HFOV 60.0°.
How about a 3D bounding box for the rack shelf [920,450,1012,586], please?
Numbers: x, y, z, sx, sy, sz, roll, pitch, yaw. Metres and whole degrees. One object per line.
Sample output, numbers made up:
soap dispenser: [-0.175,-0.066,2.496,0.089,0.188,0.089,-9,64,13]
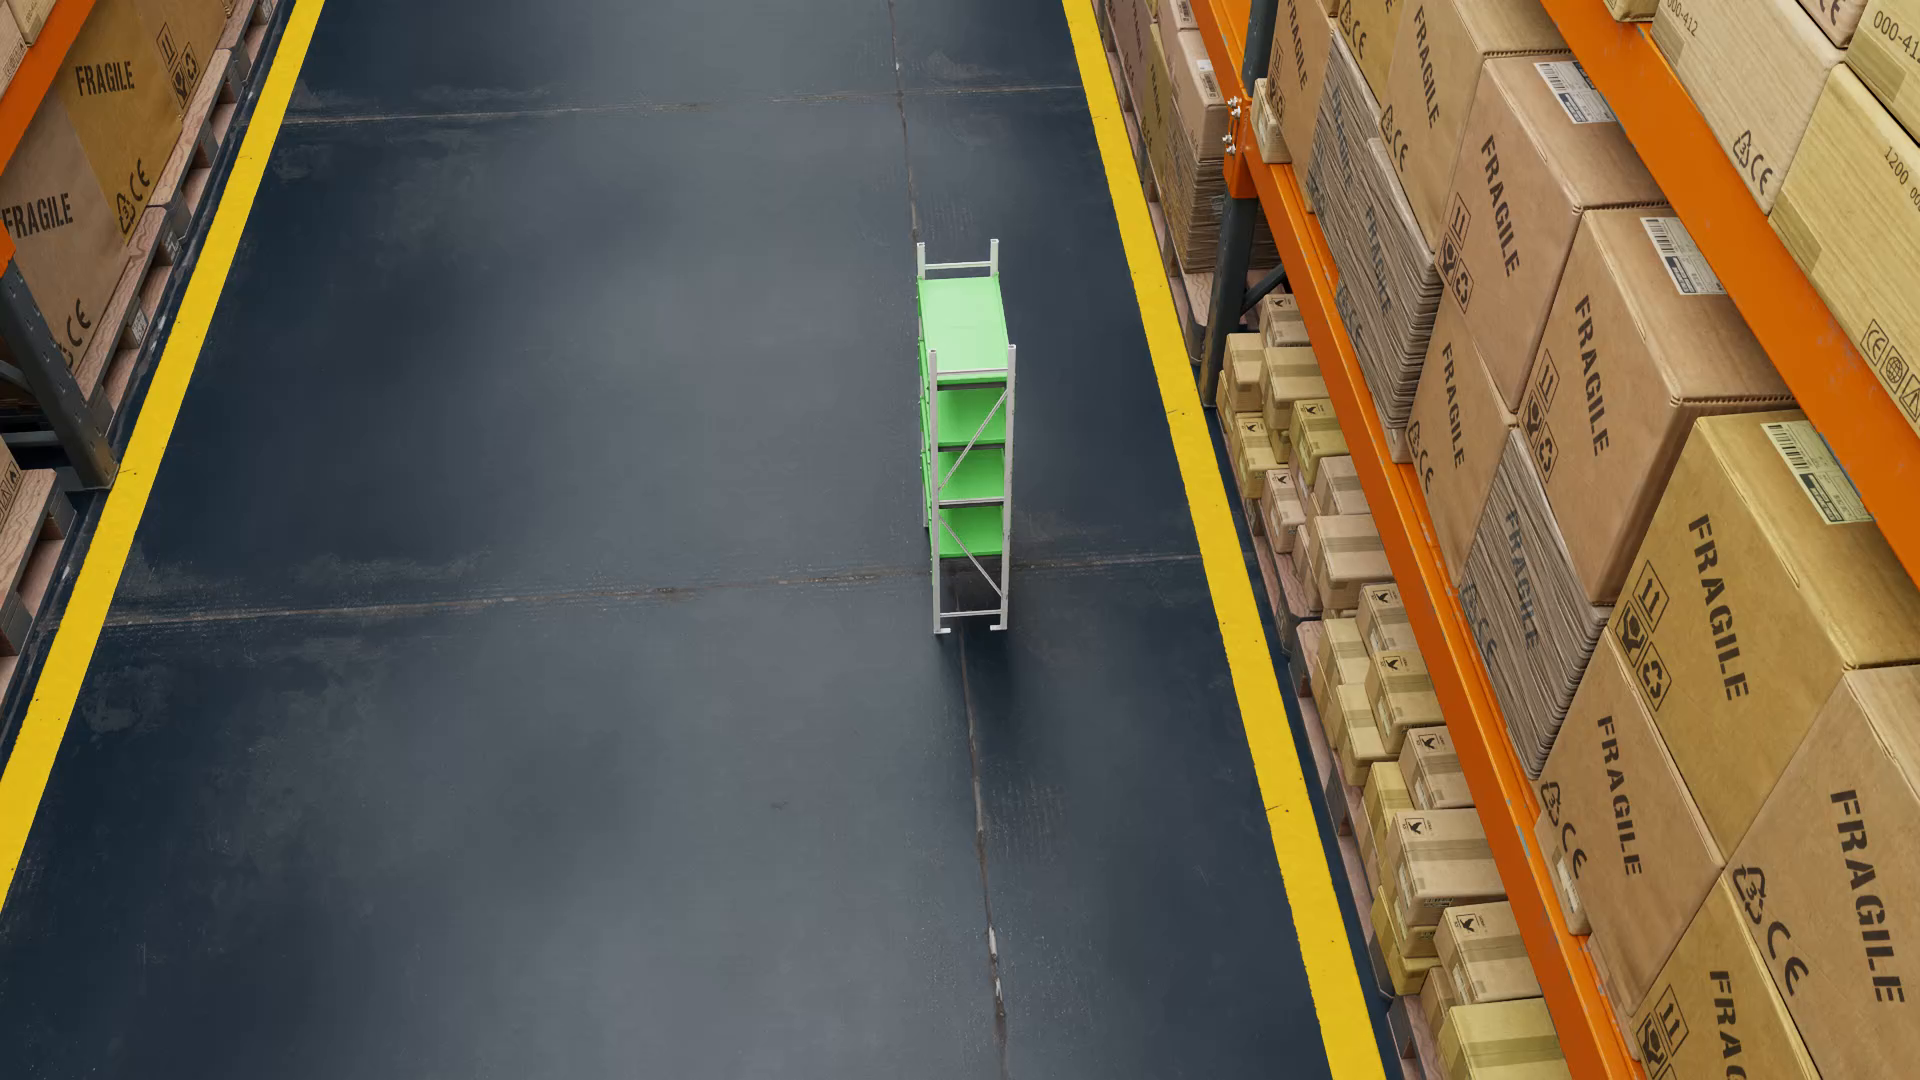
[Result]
rack shelf: [0.014,-0.084,5.422,0.258,0.148,0.480,-3,47,-3]

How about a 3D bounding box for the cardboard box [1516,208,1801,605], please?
cardboard box: [1.357,-0.238,2.947,0.500,0.500,0.500,-1,47,-1]

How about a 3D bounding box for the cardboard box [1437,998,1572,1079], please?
cardboard box: [1.329,1.199,3.813,0.380,0.149,0.250,-4,47,-4]

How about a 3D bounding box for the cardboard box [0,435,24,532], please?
cardboard box: [-3.575,-0.022,5.181,0.875,0.438,0.875,-4,47,-4]

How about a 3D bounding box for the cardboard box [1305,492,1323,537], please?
cardboard box: [1.301,-0.031,5.183,0.380,0.149,0.250,-6,47,-5]

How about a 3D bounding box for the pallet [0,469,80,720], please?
pallet: [-3.535,0.294,5.326,1.003,0.211,1.213,-3,47,-3]

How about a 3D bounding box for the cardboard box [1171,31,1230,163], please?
cardboard box: [1.089,-1.660,6.172,0.500,0.250,0.500,-5,47,-4]

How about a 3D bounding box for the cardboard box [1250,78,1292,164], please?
cardboard box: [1.101,-1.283,5.072,0.380,0.149,0.250,-2,47,-2]

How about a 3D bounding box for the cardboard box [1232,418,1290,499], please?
cardboard box: [1.136,-0.282,5.626,0.380,0.149,0.250,-2,47,-2]

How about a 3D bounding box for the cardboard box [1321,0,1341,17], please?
cardboard box: [1.198,-1.733,4.363,0.500,0.500,0.500,-2,47,-2]

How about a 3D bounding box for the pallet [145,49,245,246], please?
pallet: [-3.766,-1.699,7.214,1.003,0.211,1.213,-3,47,-3]

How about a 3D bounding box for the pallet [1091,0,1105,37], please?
pallet: [1.132,-2.963,8.411,1.003,0.211,1.213,-3,47,-3]

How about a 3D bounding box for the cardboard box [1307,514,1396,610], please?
cardboard box: [1.244,0.059,4.893,0.380,0.149,0.250,-3,47,-2]

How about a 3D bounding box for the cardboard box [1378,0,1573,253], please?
cardboard box: [1.268,-0.992,3.662,0.500,0.500,0.500,-3,47,-3]

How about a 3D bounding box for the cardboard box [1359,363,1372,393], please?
cardboard box: [1.244,-0.527,4.356,0.380,0.149,0.250,-3,47,-3]

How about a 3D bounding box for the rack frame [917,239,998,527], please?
rack frame: [-0.007,-0.469,5.368,0.240,1.200,0.015,-3,47,-3]

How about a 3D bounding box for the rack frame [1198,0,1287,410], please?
rack frame: [1.403,-1.594,5.193,1.000,3.000,0.127,-3,47,-3]

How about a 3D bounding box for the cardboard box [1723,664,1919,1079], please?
cardboard box: [1.452,0.504,2.245,0.500,0.500,0.500,-4,47,-4]

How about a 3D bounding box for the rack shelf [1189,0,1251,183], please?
rack shelf: [1.236,-2.793,6.825,1.077,0.370,4.000,-3,47,-3]

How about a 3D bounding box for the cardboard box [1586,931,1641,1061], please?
cardboard box: [1.410,0.805,3.094,0.380,0.149,0.250,-4,47,-4]

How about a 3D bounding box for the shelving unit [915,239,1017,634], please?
shelving unit: [0.014,-0.293,5.201,0.258,1.200,0.503,-3,47,-3]

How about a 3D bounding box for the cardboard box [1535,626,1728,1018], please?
cardboard box: [1.406,0.481,2.955,0.500,0.500,0.500,-4,47,-4]

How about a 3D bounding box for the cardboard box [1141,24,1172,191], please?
cardboard box: [1.048,-1.770,6.793,0.500,0.500,0.500,-4,47,-4]

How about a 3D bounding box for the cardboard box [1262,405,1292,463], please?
cardboard box: [1.225,-0.401,5.533,0.380,0.149,0.250,-3,47,-3]

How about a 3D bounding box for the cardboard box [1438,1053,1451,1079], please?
cardboard box: [1.364,1.293,3.928,0.380,0.149,0.250,-5,47,-5]

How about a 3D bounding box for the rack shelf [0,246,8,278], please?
rack shelf: [-3.354,0.475,3.730,1.077,0.370,4.000,-3,47,-3]

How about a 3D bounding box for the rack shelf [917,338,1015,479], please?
rack shelf: [0.014,-0.414,5.073,0.258,0.148,0.480,-3,47,-3]

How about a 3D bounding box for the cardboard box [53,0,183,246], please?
cardboard box: [-3.736,-1.730,6.497,0.875,0.875,0.875,-2,47,-2]

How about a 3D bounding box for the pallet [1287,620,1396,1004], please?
pallet: [1.600,0.734,4.910,1.003,0.211,1.213,-3,47,-3]

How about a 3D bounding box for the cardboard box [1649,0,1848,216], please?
cardboard box: [1.358,-0.721,2.404,0.500,0.250,0.500,-2,47,-2]

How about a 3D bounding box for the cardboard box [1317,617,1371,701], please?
cardboard box: [1.259,0.356,4.817,0.380,0.149,0.250,-4,47,-4]

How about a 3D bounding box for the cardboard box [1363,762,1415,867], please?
cardboard box: [1.305,0.733,4.459,0.380,0.149,0.250,-1,47,-1]

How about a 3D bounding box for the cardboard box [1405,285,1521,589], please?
cardboard box: [1.323,-0.246,3.644,0.500,0.500,0.500,-1,47,-1]

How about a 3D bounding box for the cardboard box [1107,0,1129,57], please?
cardboard box: [0.967,-2.511,7.494,0.500,0.500,0.500,-5,47,-4]

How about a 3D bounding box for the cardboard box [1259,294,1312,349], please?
cardboard box: [1.226,-0.701,5.612,0.380,0.149,0.250,-2,47,-2]

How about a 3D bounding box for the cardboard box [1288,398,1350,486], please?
cardboard box: [1.260,-0.318,5.249,0.380,0.149,0.250,-4,47,-4]

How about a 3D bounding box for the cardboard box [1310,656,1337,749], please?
cardboard box: [1.263,0.461,4.921,0.380,0.149,0.250,-5,47,-4]

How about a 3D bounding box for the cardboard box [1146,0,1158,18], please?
cardboard box: [1.001,-2.414,6.886,0.500,0.250,0.500,-5,47,-5]

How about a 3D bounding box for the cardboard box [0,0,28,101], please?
cardboard box: [-3.295,-1.503,5.210,0.500,0.250,0.500,-4,47,-4]

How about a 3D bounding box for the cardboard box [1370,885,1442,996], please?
cardboard box: [1.310,1.033,4.380,0.380,0.149,0.250,-5,47,-5]

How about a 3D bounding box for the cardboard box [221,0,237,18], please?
cardboard box: [-3.881,-3.023,7.721,0.875,0.875,0.875,-4,47,-4]

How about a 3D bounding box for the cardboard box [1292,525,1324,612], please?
cardboard box: [1.279,0.075,5.287,0.380,0.149,0.250,-4,47,-4]

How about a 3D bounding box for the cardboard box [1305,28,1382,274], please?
cardboard box: [1.242,-0.999,4.357,0.500,0.500,0.500,-3,47,-3]

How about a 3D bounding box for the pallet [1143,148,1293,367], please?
pallet: [1.337,-1.198,6.739,1.003,0.211,1.213,-3,47,-3]

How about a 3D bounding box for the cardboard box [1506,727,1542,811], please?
cardboard box: [1.372,0.430,3.450,0.380,0.149,0.250,-5,47,-5]

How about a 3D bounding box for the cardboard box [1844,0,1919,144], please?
cardboard box: [1.402,-0.539,1.888,0.500,0.250,0.500,-5,47,-4]

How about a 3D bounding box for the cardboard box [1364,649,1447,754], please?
cardboard box: [1.331,0.432,4.540,0.380,0.149,0.250,-3,47,-3]

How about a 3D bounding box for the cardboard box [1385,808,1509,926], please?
cardboard box: [1.293,0.817,4.175,0.380,0.149,0.250,-2,47,-2]
